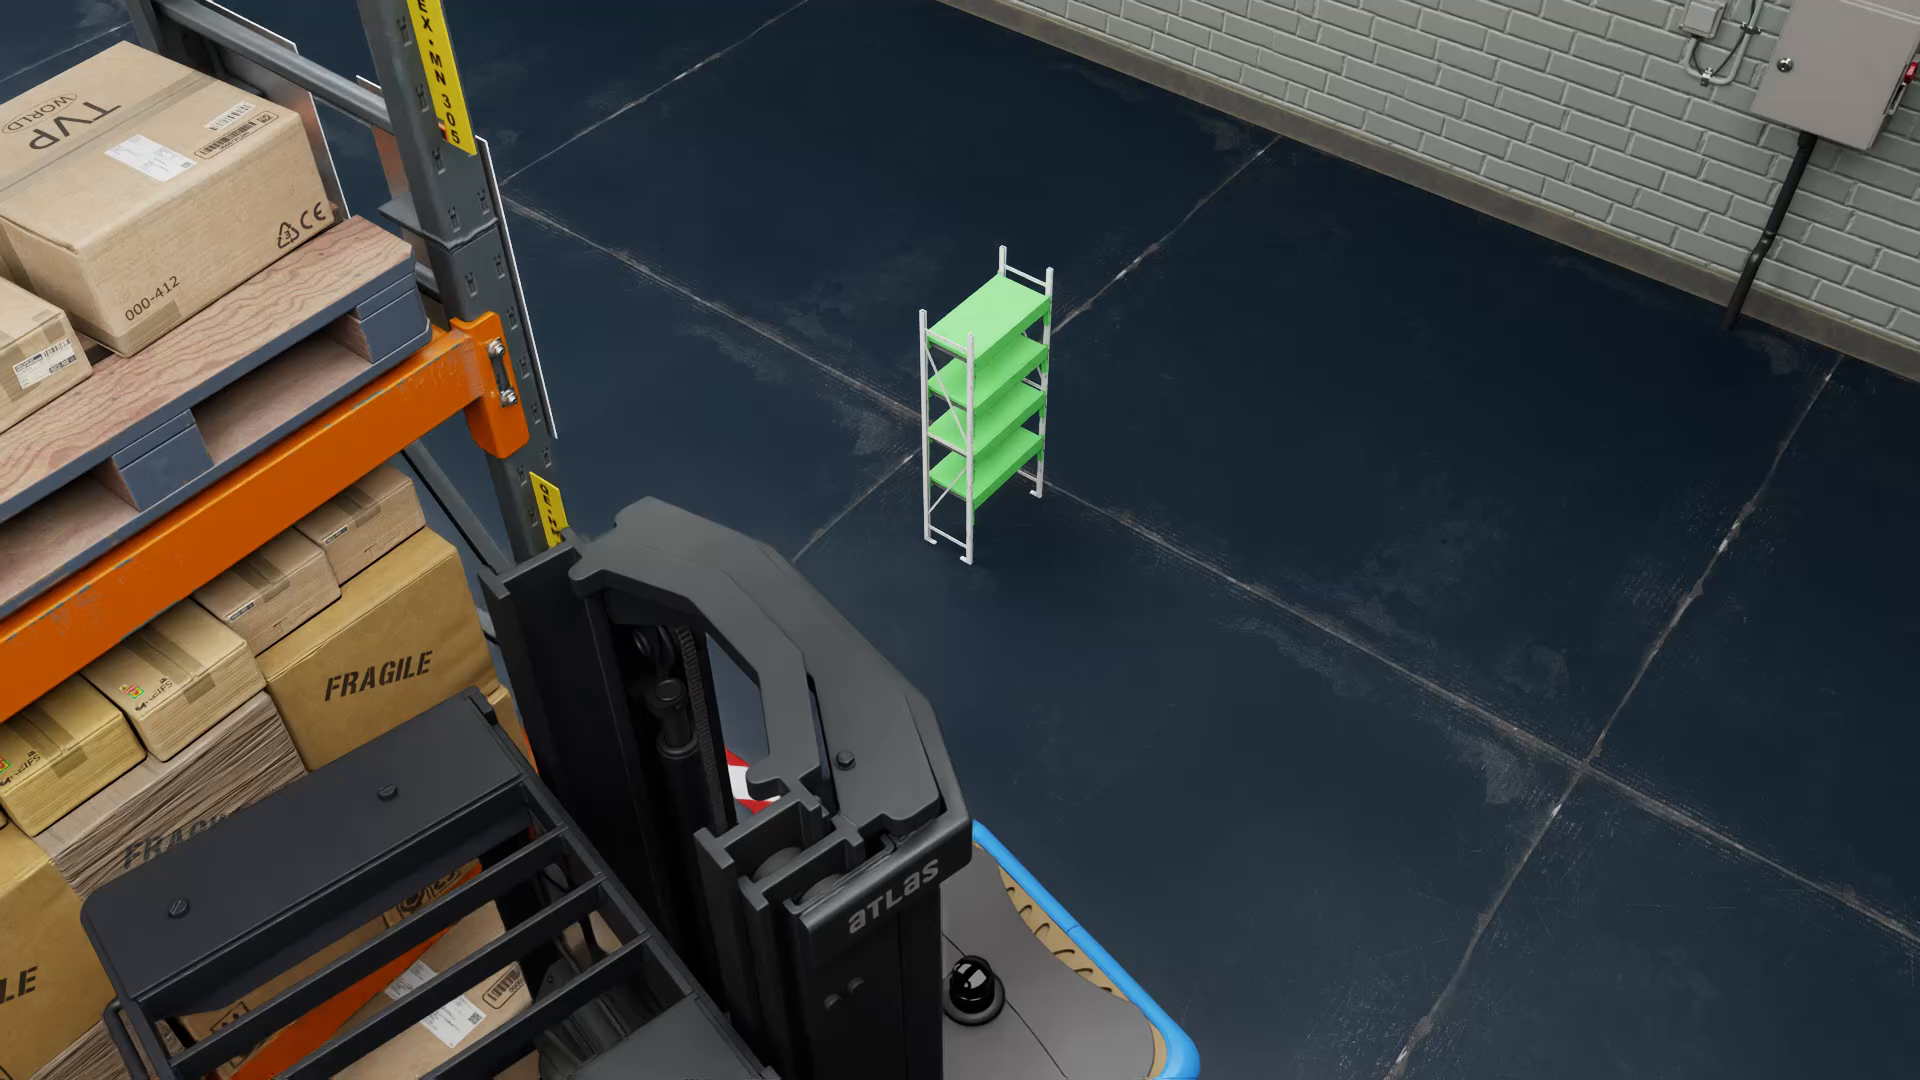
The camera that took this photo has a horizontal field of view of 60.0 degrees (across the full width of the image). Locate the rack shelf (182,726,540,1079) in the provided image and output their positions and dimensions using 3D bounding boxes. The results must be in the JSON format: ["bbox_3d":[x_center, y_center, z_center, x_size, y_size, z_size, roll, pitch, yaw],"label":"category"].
[{"bbox_3d":[-2.592,1.603,3.806,1.077,0.370,4.000,29,53,25],"label":"rack shelf"}]

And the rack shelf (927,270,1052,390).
[{"bbox_3d":[0.101,-0.797,6.270,0.258,0.148,0.480,29,53,25],"label":"rack shelf"}]

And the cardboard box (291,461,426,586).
[{"bbox_3d":[-1.430,-0.100,3.726,0.380,0.149,0.250,30,53,25],"label":"cardboard box"}]

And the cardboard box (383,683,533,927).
[{"bbox_3d":[-1.454,0.569,4.228,0.500,0.500,0.500,29,53,25],"label":"cardboard box"}]

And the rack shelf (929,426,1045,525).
[{"bbox_3d":[0.101,-0.299,6.791,0.258,0.148,0.480,29,53,25],"label":"rack shelf"}]

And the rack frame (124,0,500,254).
[{"bbox_3d":[-1.369,-1.862,2.470,1.000,3.000,0.127,29,53,25],"label":"rack frame"}]

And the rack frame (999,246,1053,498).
[{"bbox_3d":[0.250,-0.649,6.705,0.240,1.200,0.015,29,53,25],"label":"rack frame"}]

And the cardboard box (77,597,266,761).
[{"bbox_3d":[-1.657,0.241,3.401,0.380,0.149,0.250,29,53,25],"label":"cardboard box"}]

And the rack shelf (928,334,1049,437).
[{"bbox_3d":[0.101,-0.631,6.444,0.258,0.148,0.480,29,53,25],"label":"rack shelf"}]

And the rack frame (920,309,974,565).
[{"bbox_3d":[-0.048,-0.370,6.438,0.240,1.200,0.015,29,53,25],"label":"rack frame"}]

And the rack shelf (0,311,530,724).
[{"bbox_3d":[-2.592,0.567,2.722,1.077,0.370,4.000,29,53,25],"label":"rack shelf"}]

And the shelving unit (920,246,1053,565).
[{"bbox_3d":[0.101,-0.509,6.571,0.258,1.200,0.503,29,53,25],"label":"shelving unit"}]

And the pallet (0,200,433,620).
[{"bbox_3d":[-1.814,-0.366,3.177,1.003,0.211,1.213,29,53,25],"label":"pallet"}]

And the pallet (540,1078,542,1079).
[{"bbox_3d":[-1.796,1.666,5.178,1.003,0.211,1.213,29,53,25],"label":"pallet"}]

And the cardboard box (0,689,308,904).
[{"bbox_3d":[-1.772,0.524,3.580,0.500,0.500,0.500,29,53,25],"label":"cardboard box"}]

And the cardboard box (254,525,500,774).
[{"bbox_3d":[-1.475,0.212,3.878,0.500,0.500,0.500,31,54,26],"label":"cardboard box"}]

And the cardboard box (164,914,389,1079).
[{"bbox_3d":[-1.773,0.849,3.960,0.500,0.500,0.500,28,52,24],"label":"cardboard box"}]

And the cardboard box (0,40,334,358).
[{"bbox_3d":[-1.573,-0.656,3.137,0.500,0.250,0.500,25,51,22],"label":"cardboard box"}]

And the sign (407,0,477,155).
[{"bbox_3d":[-0.948,-0.856,3.026,0.100,0.325,0.005,29,53,25],"label":"sign"}]

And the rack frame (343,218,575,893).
[{"bbox_3d":[-1.369,0.210,4.639,1.000,3.000,0.127,29,53,25],"label":"rack frame"}]

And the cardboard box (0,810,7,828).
[{"bbox_3d":[-2.060,0.485,3.168,0.380,0.149,0.250,29,53,25],"label":"cardboard box"}]

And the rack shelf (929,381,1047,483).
[{"bbox_3d":[0.101,-0.465,6.618,0.258,0.148,0.480,29,53,25],"label":"rack shelf"}]

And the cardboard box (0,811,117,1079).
[{"bbox_3d":[-2.077,0.805,3.311,0.500,0.500,0.500,29,53,25],"label":"cardboard box"}]

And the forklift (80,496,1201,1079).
[{"bbox_3d":[-0.837,1.429,3.523,3.031,2.935,1.130,-30,53,-26],"label":"forklift"}]

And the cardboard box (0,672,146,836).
[{"bbox_3d":[-1.844,0.367,3.281,0.380,0.149,0.250,30,53,26],"label":"cardboard box"}]

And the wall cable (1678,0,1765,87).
[{"bbox_3d":[3.189,-2.757,6.771,0.588,1.984,0.122,29,53,25],"label":"wall cable"}]

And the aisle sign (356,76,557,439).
[{"bbox_3d":[-1.080,-0.592,3.608,0.394,0.787,0.004,29,53,25],"label":"aisle sign"}]

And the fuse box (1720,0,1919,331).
[{"bbox_3d":[3.633,-1.569,7.230,0.539,1.711,0.414,29,53,25],"label":"fuse box"}]

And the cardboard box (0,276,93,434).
[{"bbox_3d":[-1.766,-0.346,2.911,0.380,0.149,0.250,25,51,22],"label":"cardboard box"}]

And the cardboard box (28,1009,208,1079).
[{"bbox_3d":[-2.080,1.148,3.675,0.500,0.500,0.500,31,54,26],"label":"cardboard box"}]

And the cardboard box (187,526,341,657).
[{"bbox_3d":[-1.566,0.056,3.577,0.380,0.149,0.250,30,53,26],"label":"cardboard box"}]

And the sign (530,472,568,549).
[{"bbox_3d":[-0.948,-0.024,3.898,0.100,0.325,0.005,29,53,25],"label":"sign"}]

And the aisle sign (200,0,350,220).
[{"bbox_3d":[-1.554,-0.857,3.861,0.394,0.787,0.004,29,53,25],"label":"aisle sign"}]

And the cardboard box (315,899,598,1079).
[{"bbox_3d":[-1.693,1.372,5.011,0.875,0.438,0.875,27,52,24],"label":"cardboard box"}]
